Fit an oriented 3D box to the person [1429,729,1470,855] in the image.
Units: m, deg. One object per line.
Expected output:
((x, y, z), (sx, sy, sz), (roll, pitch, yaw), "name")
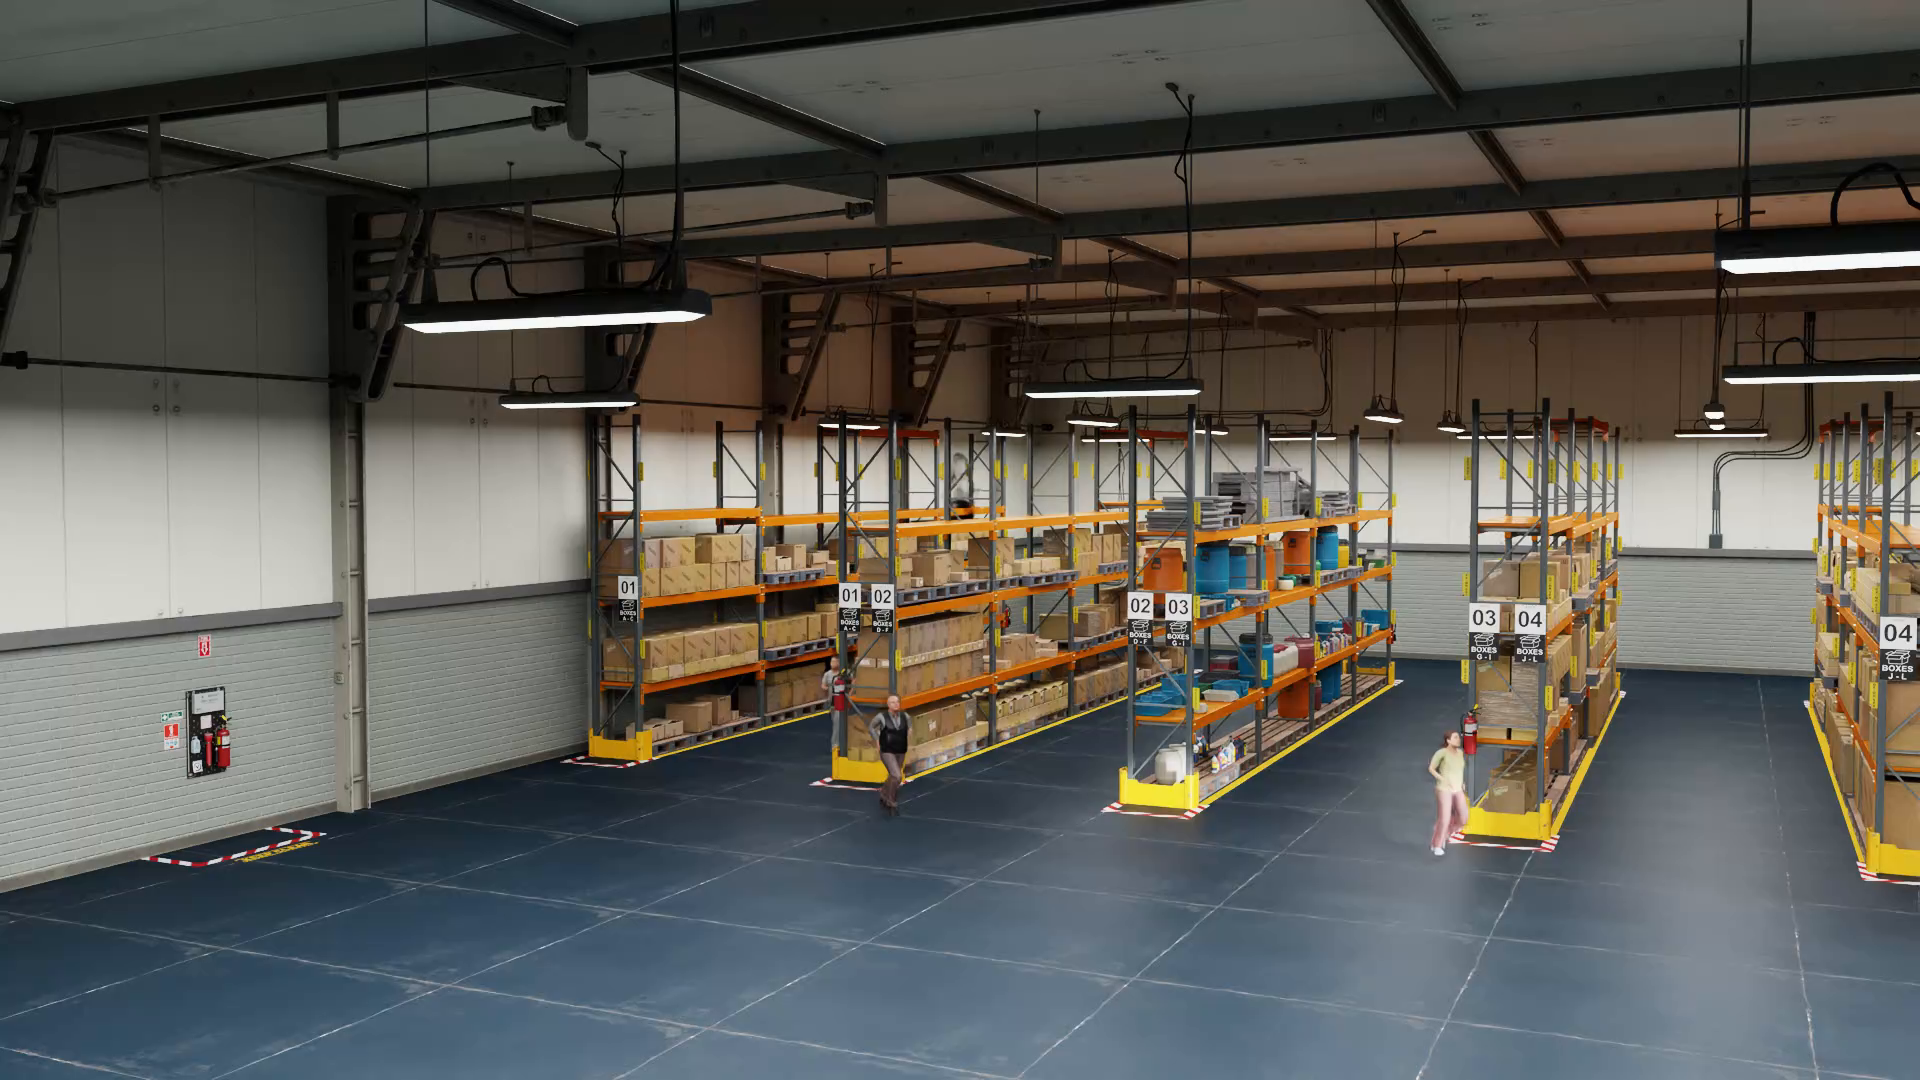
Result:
((6.440, 3.259, 21.770), (0.598, 1.565, 0.505), (-1, 2, -20), "person")

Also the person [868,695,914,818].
((-0.958, 3.161, 24.305), (0.626, 1.786, 0.767), (-2, 3, -34), "person")

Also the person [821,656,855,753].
((-2.196, 2.929, 30.038), (0.575, 1.695, 0.955), (1, 2, 17), "person")
